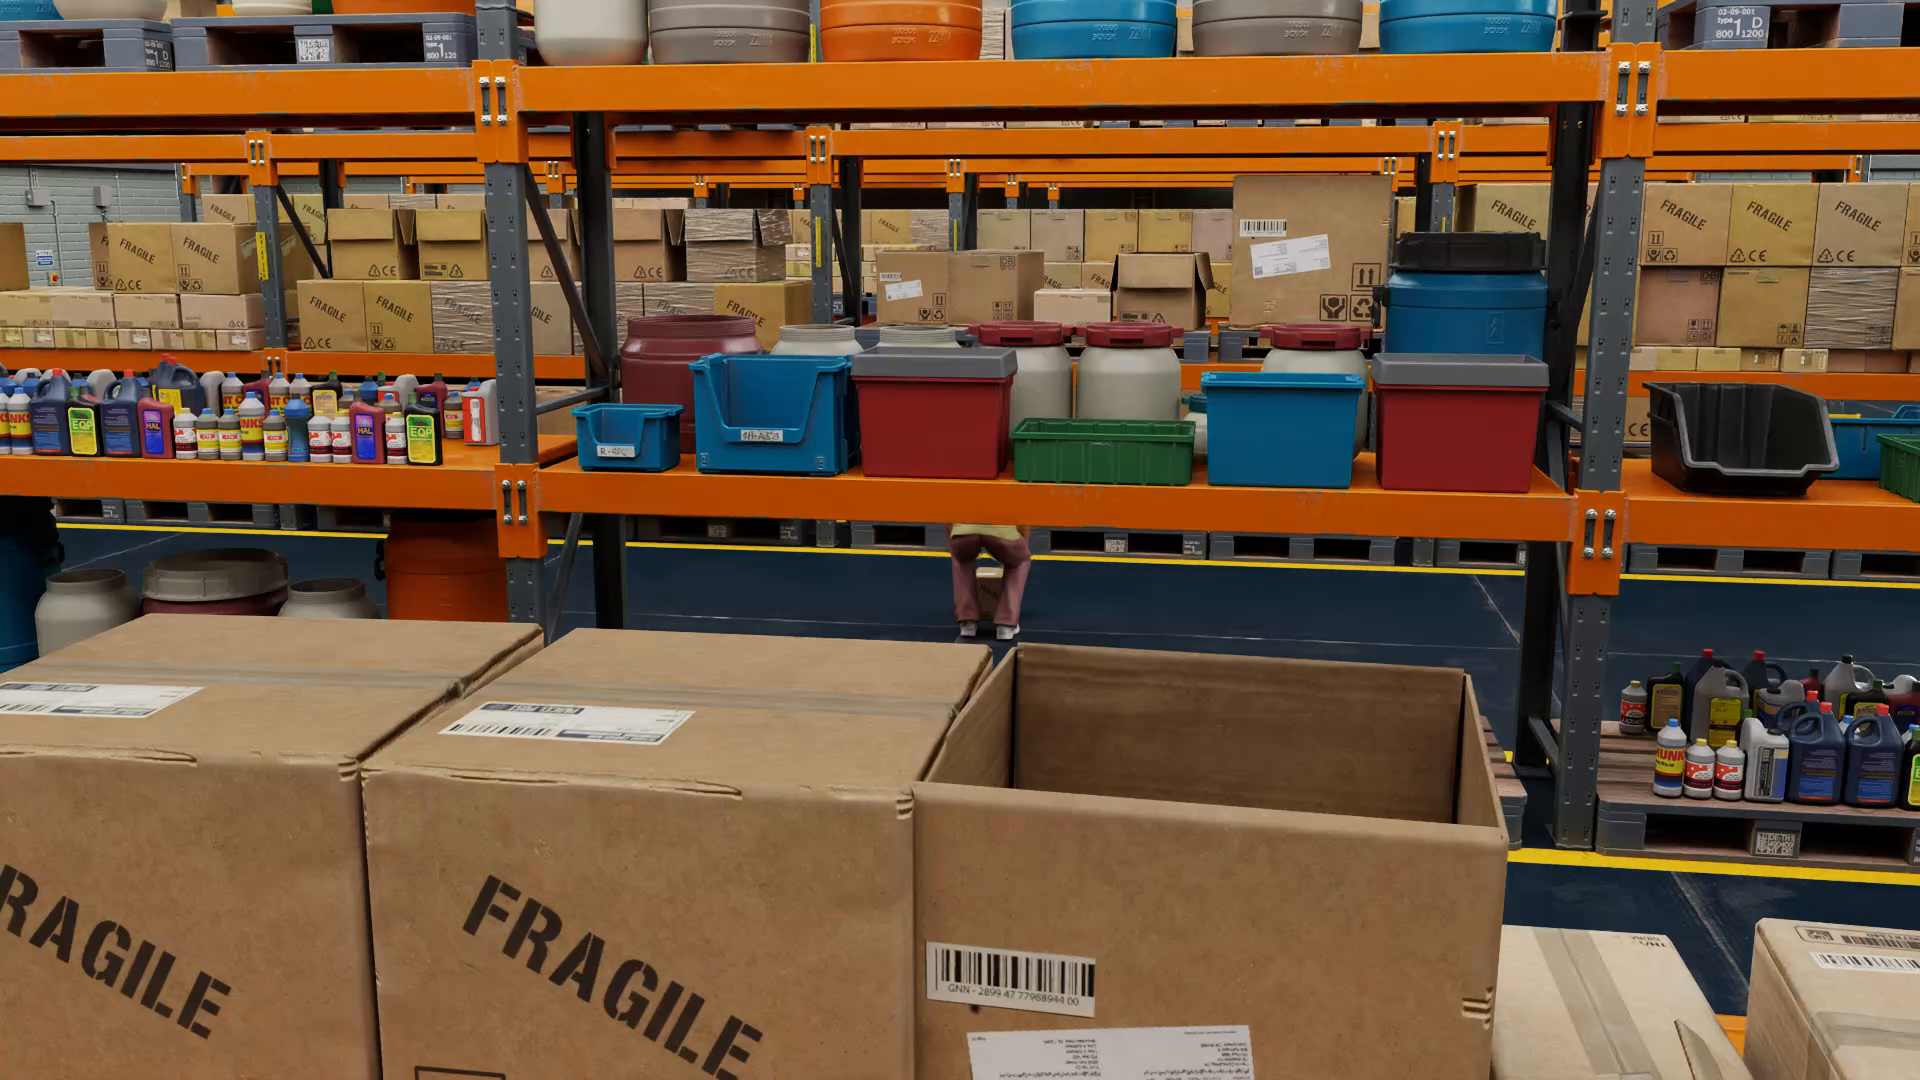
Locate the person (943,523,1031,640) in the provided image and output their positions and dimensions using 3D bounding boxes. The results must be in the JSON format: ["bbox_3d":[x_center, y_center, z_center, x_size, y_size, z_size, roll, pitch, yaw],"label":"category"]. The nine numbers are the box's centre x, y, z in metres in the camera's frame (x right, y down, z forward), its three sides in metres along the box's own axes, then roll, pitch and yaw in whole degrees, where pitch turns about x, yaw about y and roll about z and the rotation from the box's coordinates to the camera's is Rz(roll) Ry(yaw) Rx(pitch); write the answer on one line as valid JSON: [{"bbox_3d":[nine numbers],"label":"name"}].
[{"bbox_3d":[0.127,-0.037,9.116,0.502,1.103,0.757,2,11,9],"label":"person"}]
